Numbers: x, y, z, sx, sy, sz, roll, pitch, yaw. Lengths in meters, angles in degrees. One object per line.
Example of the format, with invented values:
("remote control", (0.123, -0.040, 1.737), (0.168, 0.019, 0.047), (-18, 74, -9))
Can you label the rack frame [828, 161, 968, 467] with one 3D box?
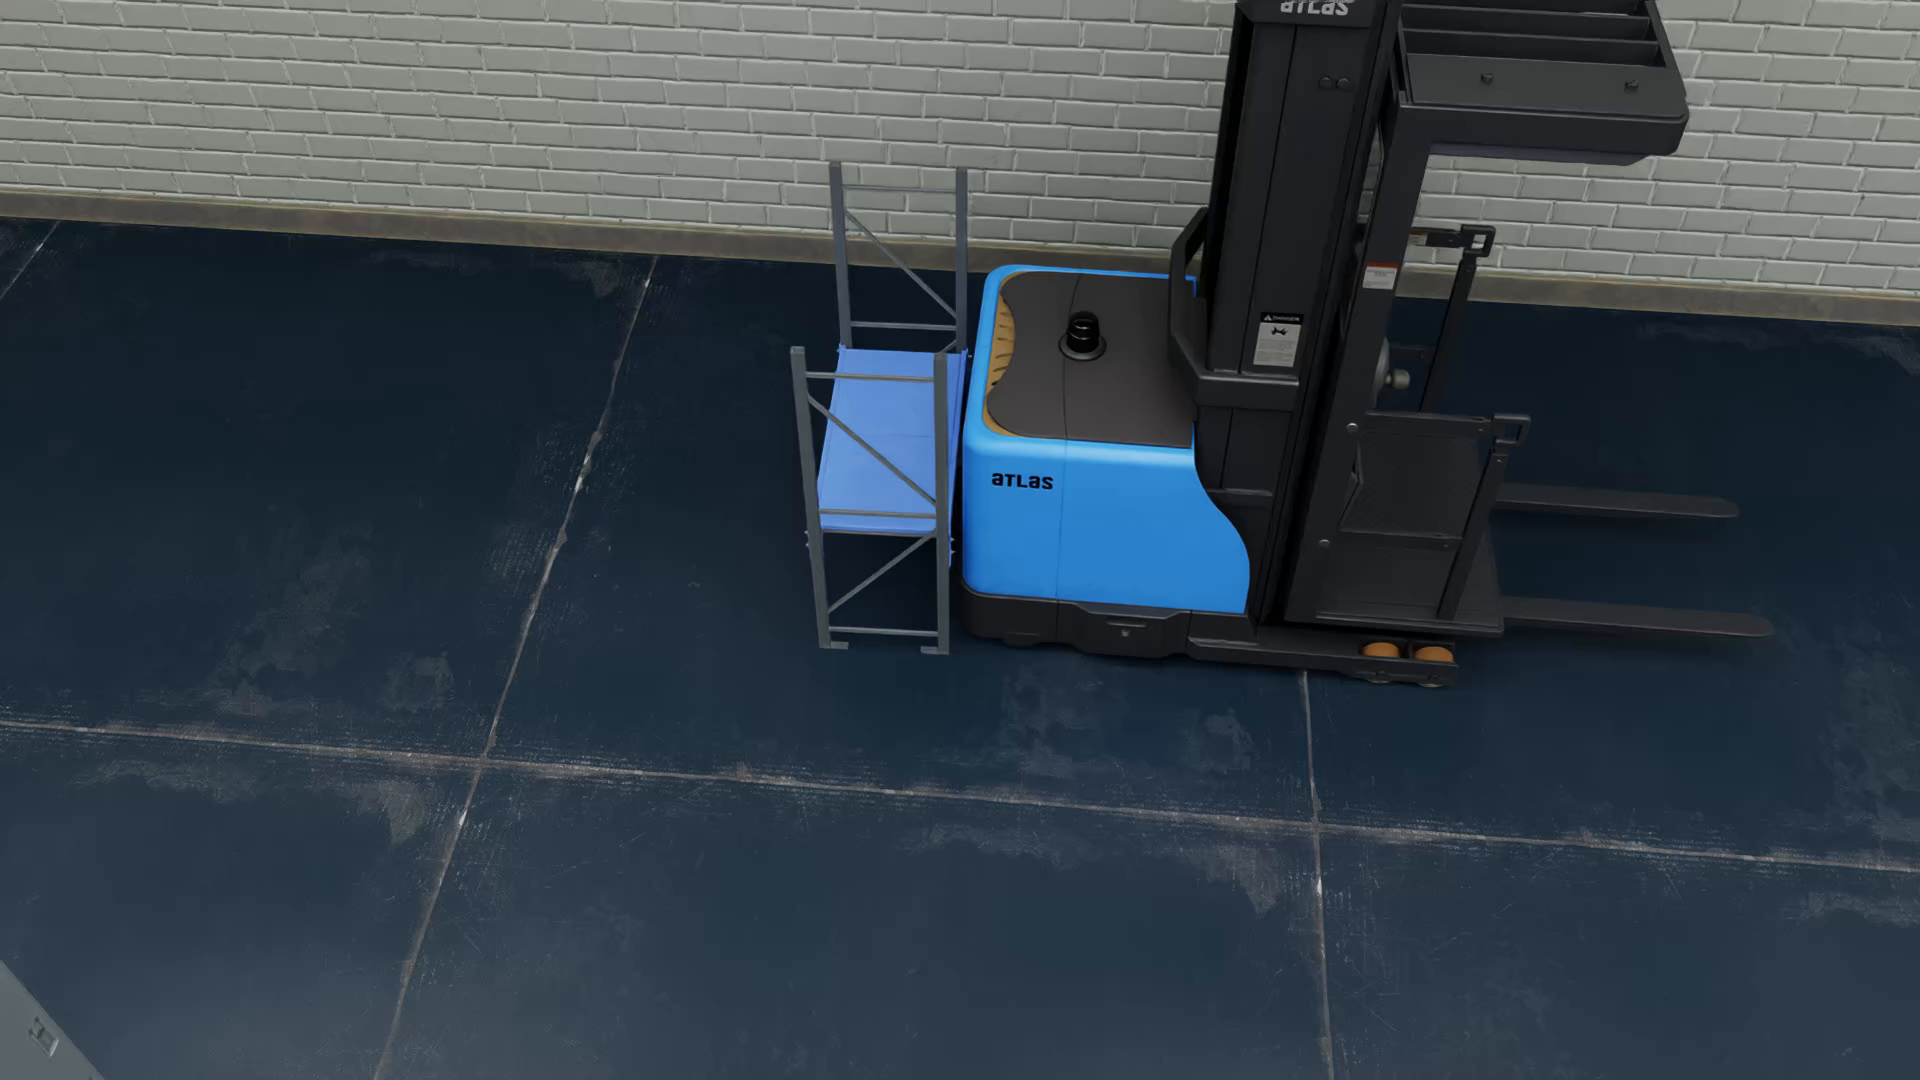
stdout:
("rack frame", (-0.222, -0.838, 6.526), (0.500, 1.500, 0.032), (3, 48, 3))

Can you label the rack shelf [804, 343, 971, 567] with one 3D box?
("rack shelf", (-0.256, -0.342, 6.316), (0.538, 0.185, 1.000), (3, 48, 3))

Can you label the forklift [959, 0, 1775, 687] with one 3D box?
("forklift", (1.545, -0.850, 5.567), (3.031, 2.935, 1.130), (4, 48, 4))

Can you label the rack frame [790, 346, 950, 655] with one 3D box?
("rack frame", (-0.290, -0.089, 5.841), (0.500, 1.500, 0.032), (3, 48, 3))

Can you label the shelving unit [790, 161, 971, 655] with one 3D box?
("shelving unit", (-0.256, -0.464, 6.184), (0.538, 1.500, 1.048), (3, 48, 3))
